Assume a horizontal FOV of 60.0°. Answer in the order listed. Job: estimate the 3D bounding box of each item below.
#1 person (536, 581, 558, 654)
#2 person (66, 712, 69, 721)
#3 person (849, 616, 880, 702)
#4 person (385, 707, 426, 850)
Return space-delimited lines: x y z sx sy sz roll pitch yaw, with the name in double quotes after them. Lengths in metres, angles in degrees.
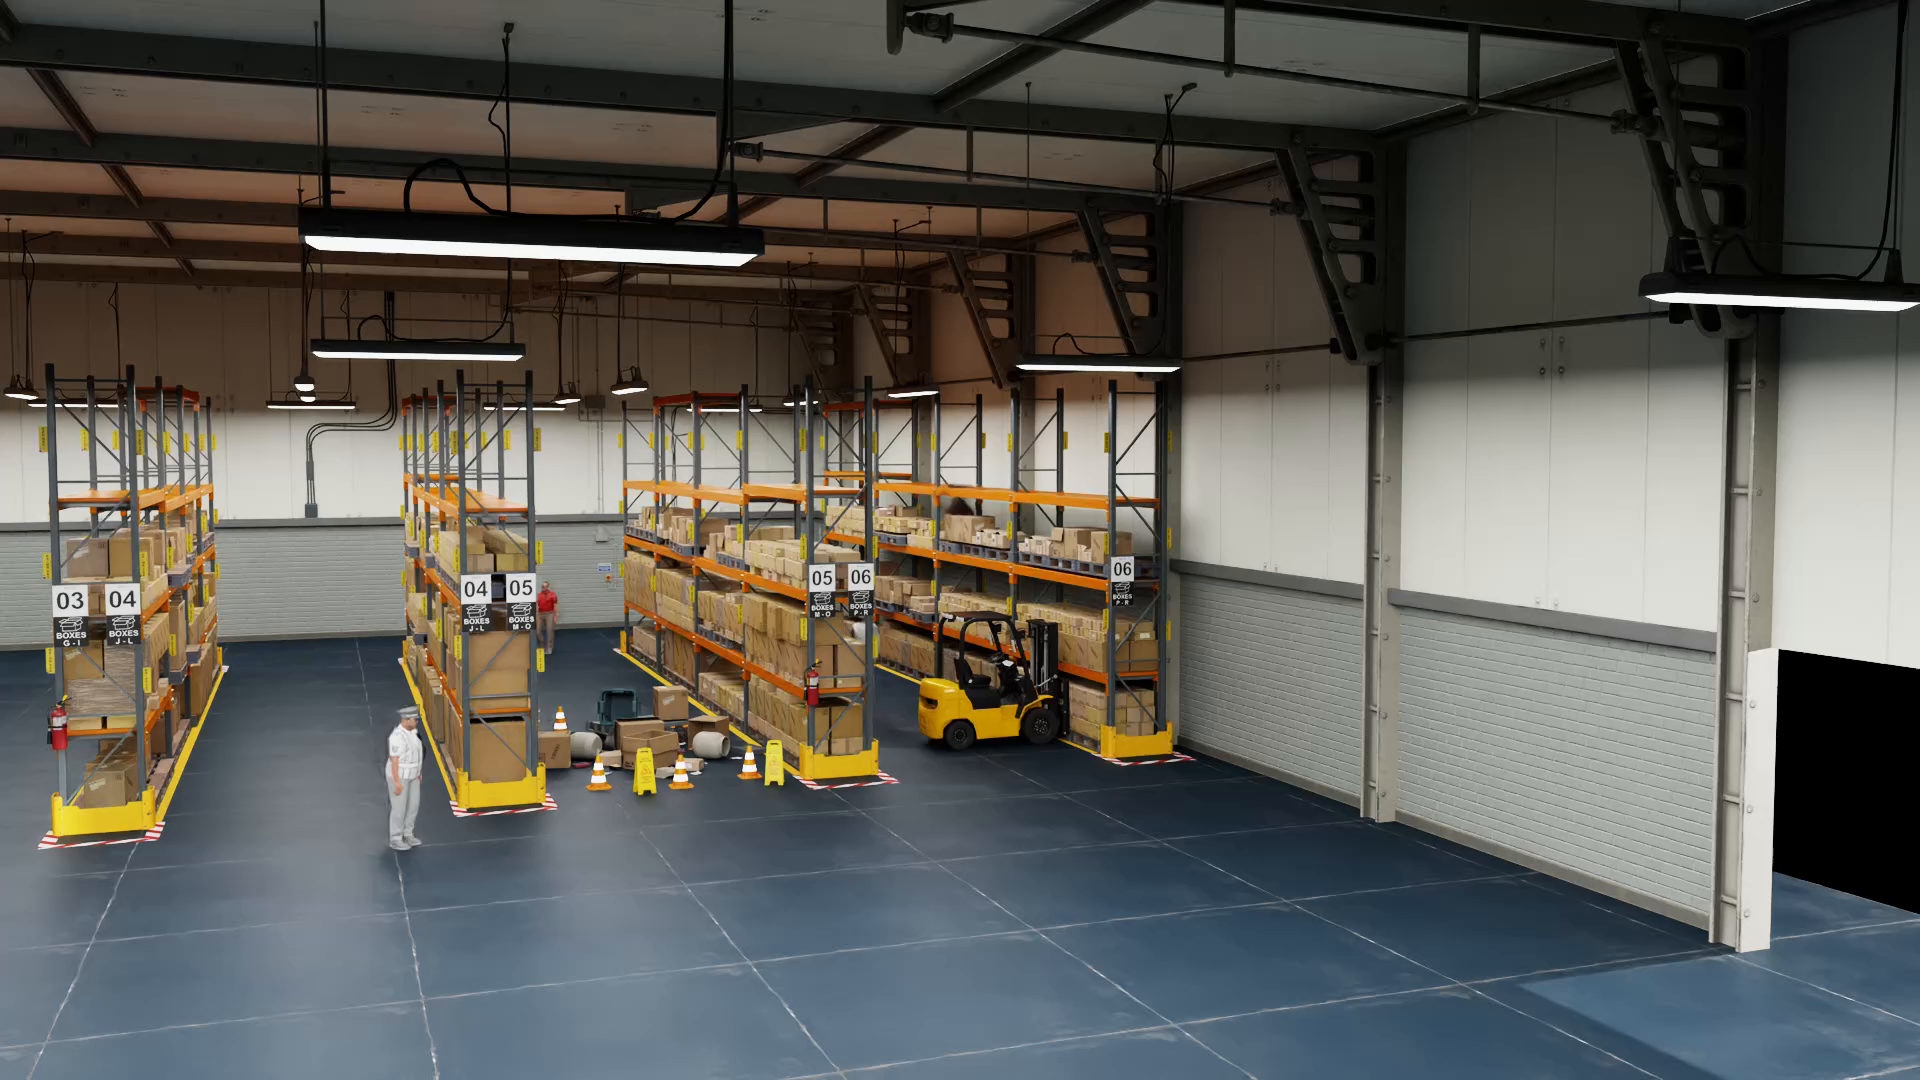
-9.809 1.857 39.384 0.581 1.762 0.422 1 3 11 "person"
-16.063 2.436 29.909 0.659 1.695 0.461 3 5 43 "person"
-1.758 2.086 30.230 0.494 1.793 0.689 -2 4 -25 "person"
-6.874 2.934 20.565 0.433 1.758 0.576 1 3 13 "person"
